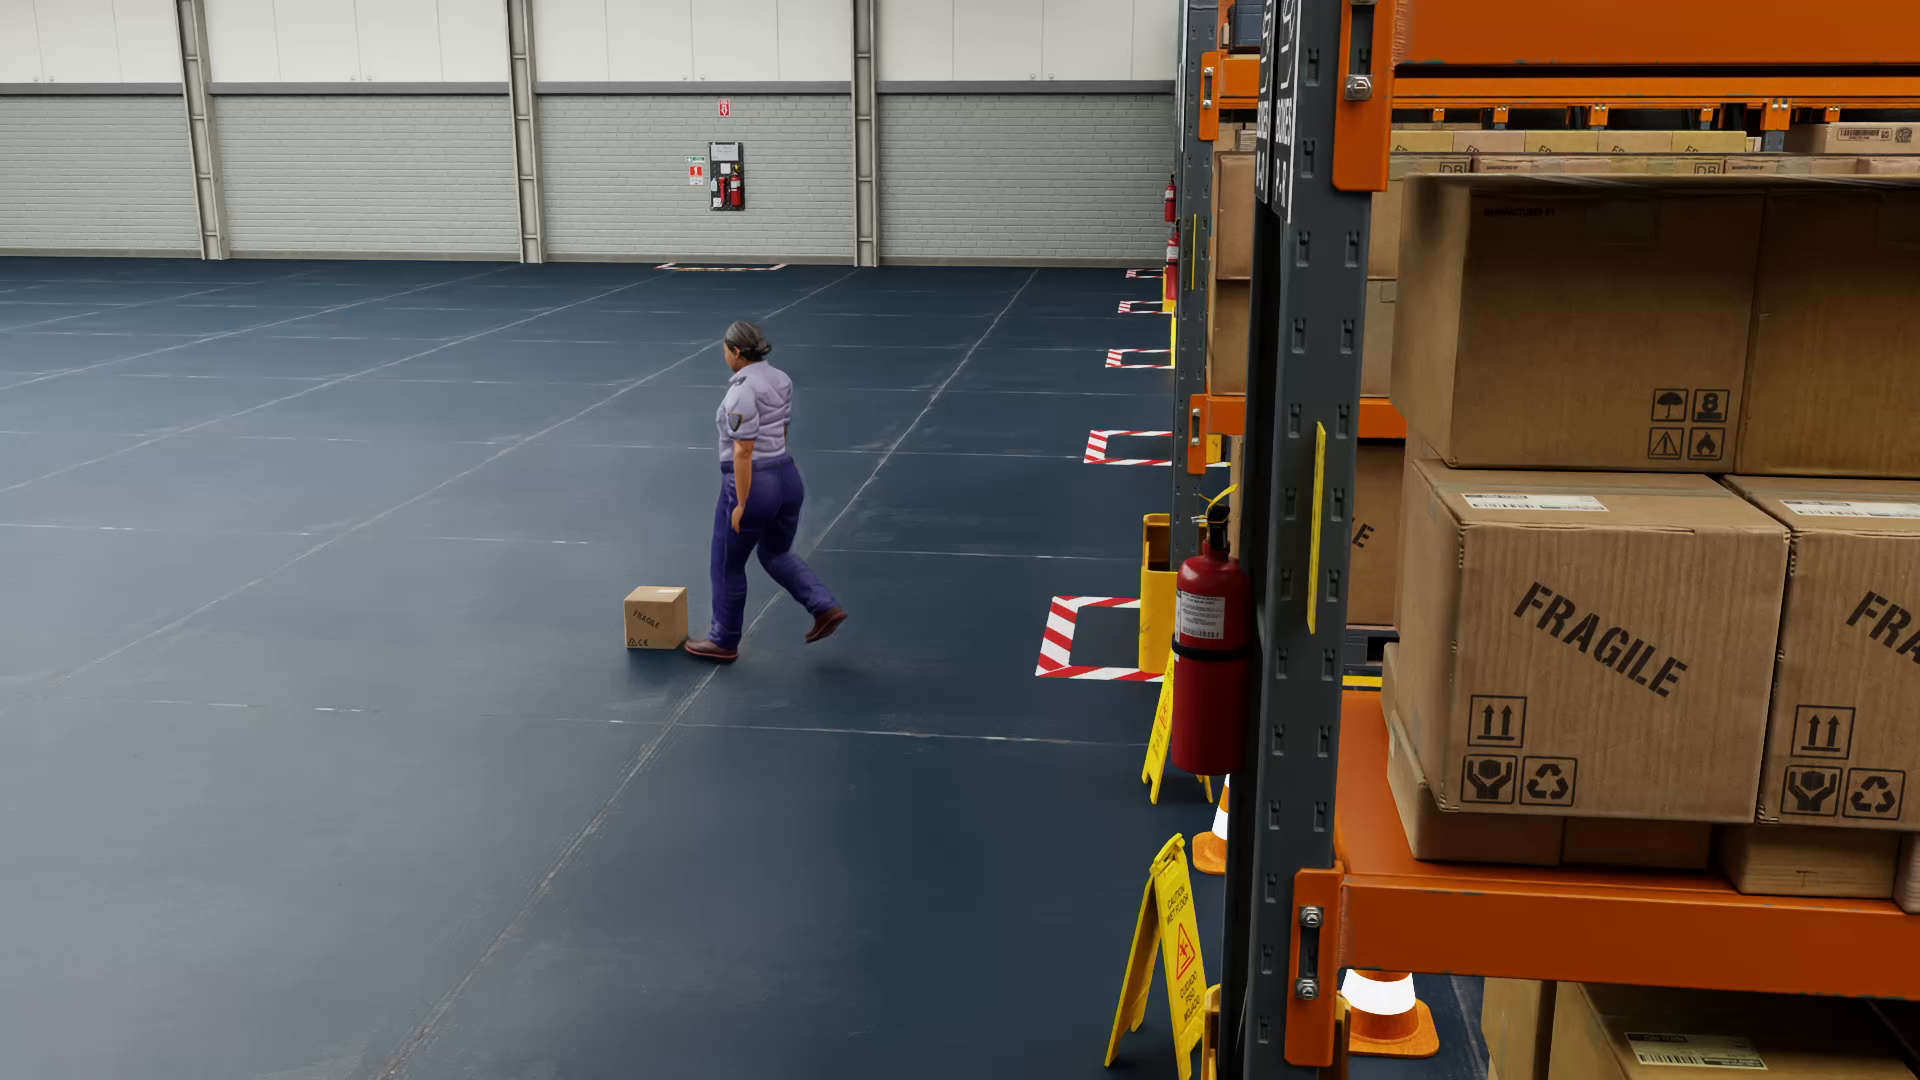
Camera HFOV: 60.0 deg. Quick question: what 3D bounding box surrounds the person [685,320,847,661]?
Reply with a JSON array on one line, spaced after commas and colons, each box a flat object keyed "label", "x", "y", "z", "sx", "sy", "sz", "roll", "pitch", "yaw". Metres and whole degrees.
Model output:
[{"label": "person", "x": -0.940, "y": -0.225, "z": 7.865, "sx": 0.787, "sy": 1.628, "sz": 0.482, "roll": 8, "pitch": 16, "yaw": 29}]
